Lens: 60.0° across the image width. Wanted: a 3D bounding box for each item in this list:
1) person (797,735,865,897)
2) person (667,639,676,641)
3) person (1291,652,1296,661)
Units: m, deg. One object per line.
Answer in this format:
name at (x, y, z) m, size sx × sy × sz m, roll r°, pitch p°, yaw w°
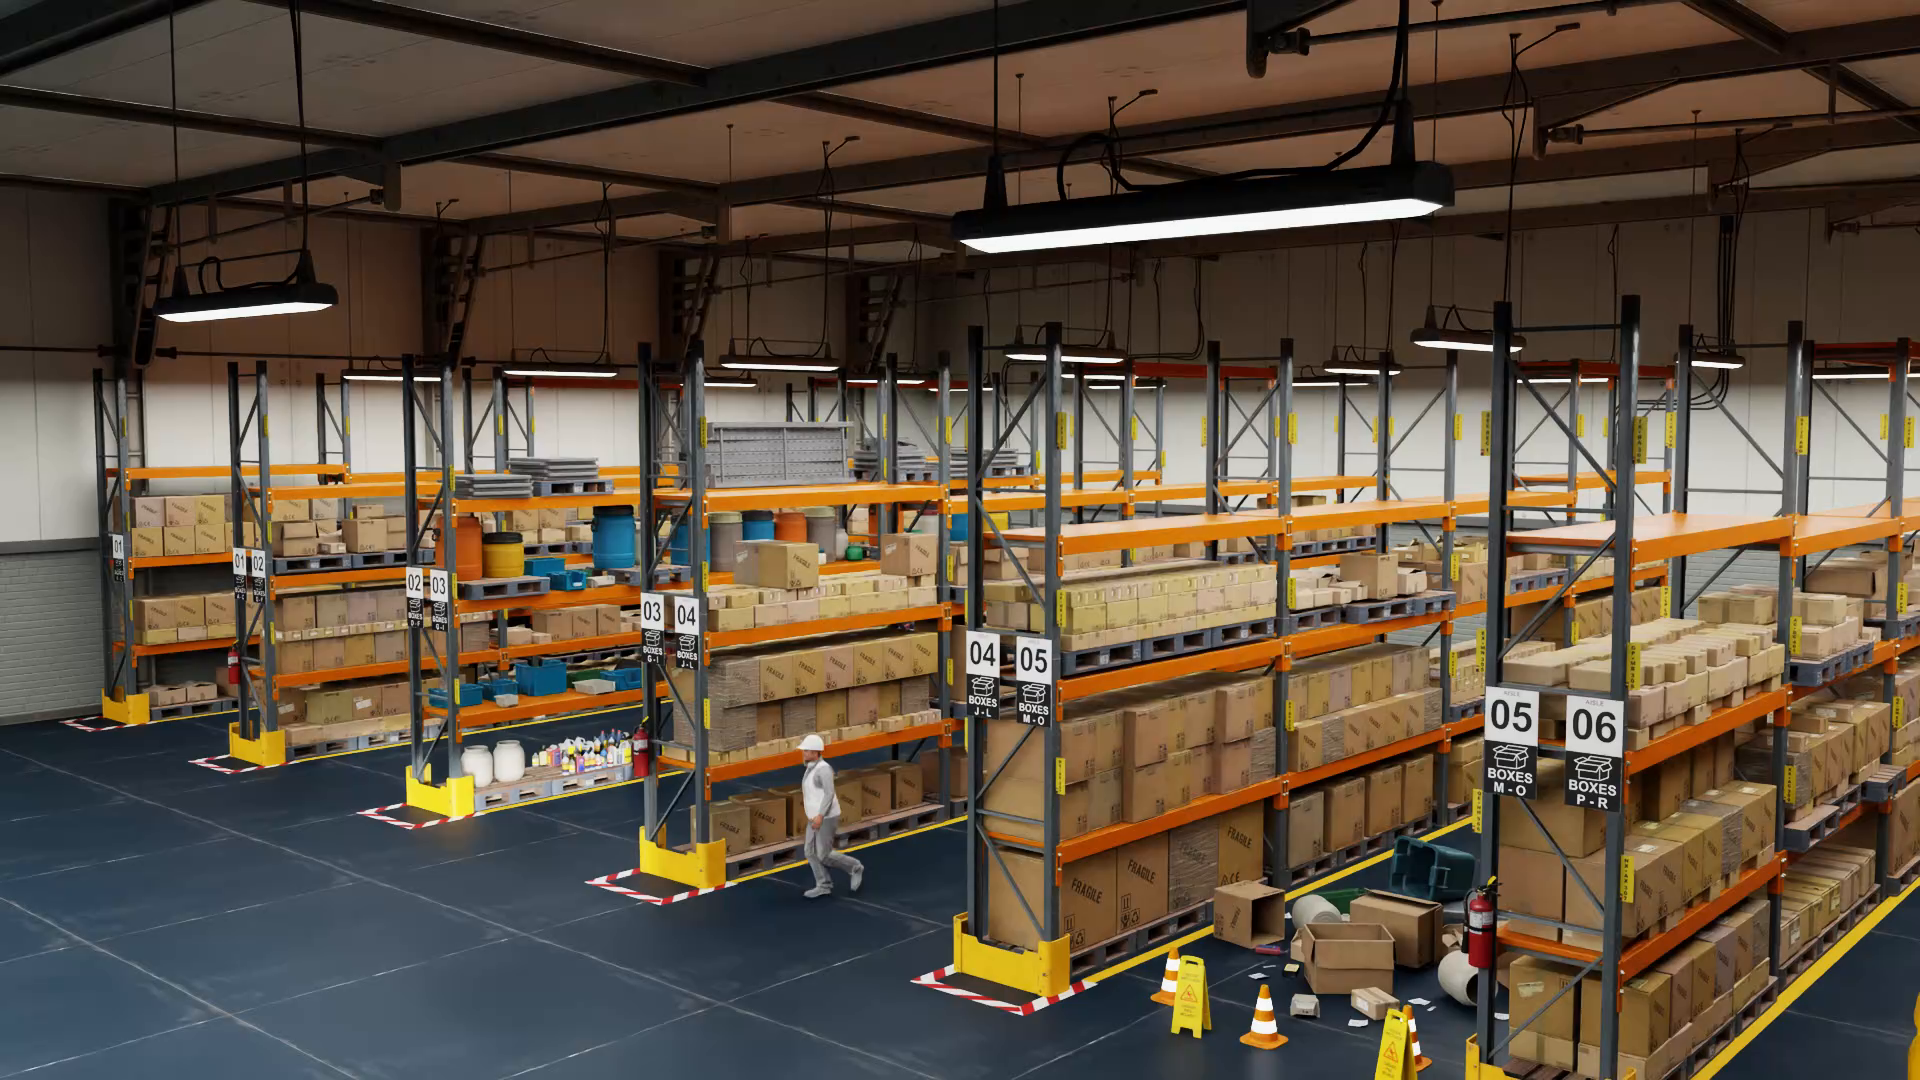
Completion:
person at (-1.409, 2.973, 18.026) m, size 0.700 × 1.747 × 0.598 m, roll -2°, pitch 5°, yaw -24°
person at (-5.561, 1.908, 33.221) m, size 0.540 × 1.658 × 0.534 m, roll 3°, pitch 5°, yaw 33°
person at (4.920, 2.464, 24.939) m, size 0.555 × 1.745 × 0.588 m, roll -3°, pitch 5°, yaw -38°
